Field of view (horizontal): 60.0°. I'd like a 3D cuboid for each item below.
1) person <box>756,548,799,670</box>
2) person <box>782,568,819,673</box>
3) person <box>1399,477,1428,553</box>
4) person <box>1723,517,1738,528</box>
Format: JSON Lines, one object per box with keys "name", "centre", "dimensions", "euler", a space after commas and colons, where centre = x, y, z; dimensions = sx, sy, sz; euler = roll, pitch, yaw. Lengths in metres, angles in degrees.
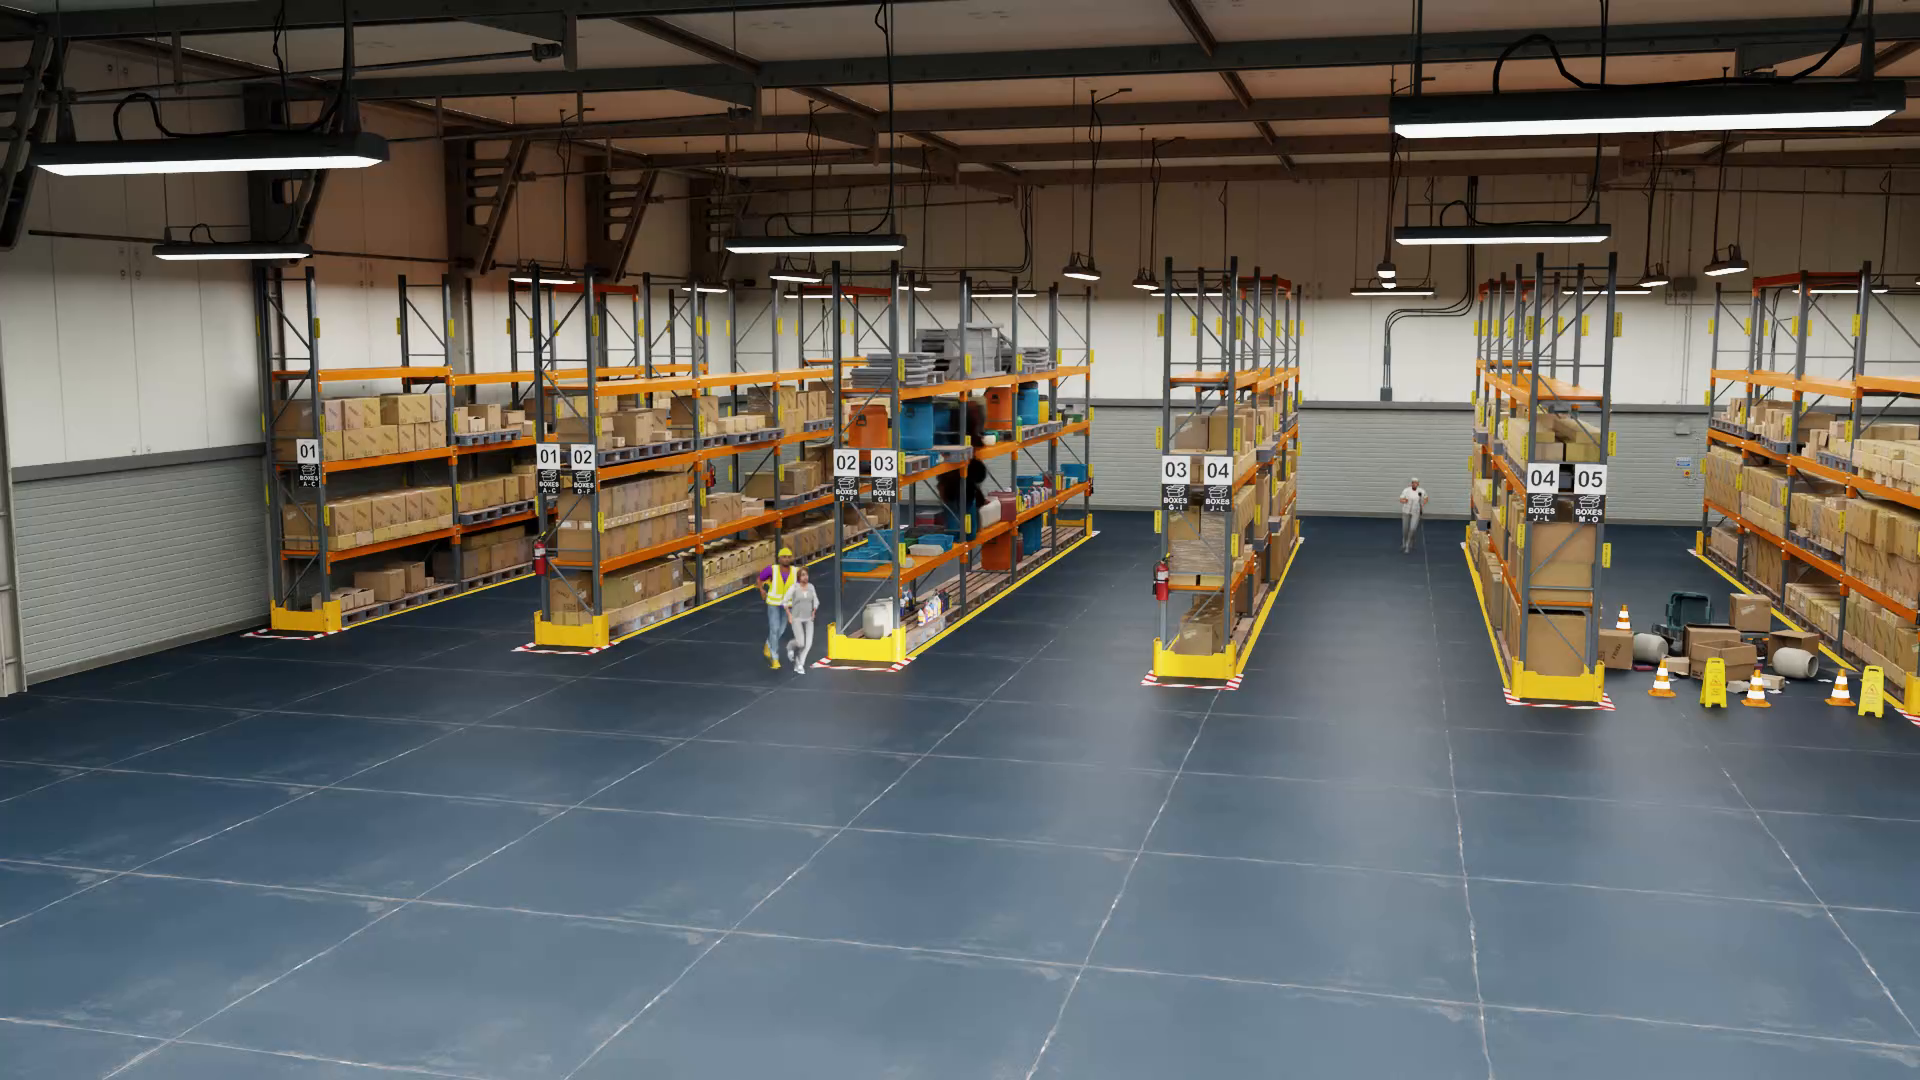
{"name": "person", "centre": [-2.664, 0.995, 24.944], "dimensions": [0.725, 1.780, 0.911], "euler": [-3, 8, -20]}
{"name": "person", "centre": [-2.305, 1.169, 24.293], "dimensions": [0.536, 1.543, 0.541], "euler": [-4, 8, -26]}
{"name": "person", "centre": [10.199, -0.557, 37.473], "dimensions": [0.606, 1.727, 0.744], "euler": [3, 8, 25]}
{"name": "person", "centre": [17.640, -0.665, 37.852], "dimensions": [0.631, 1.753, 0.696], "euler": [6, 9, 39]}
